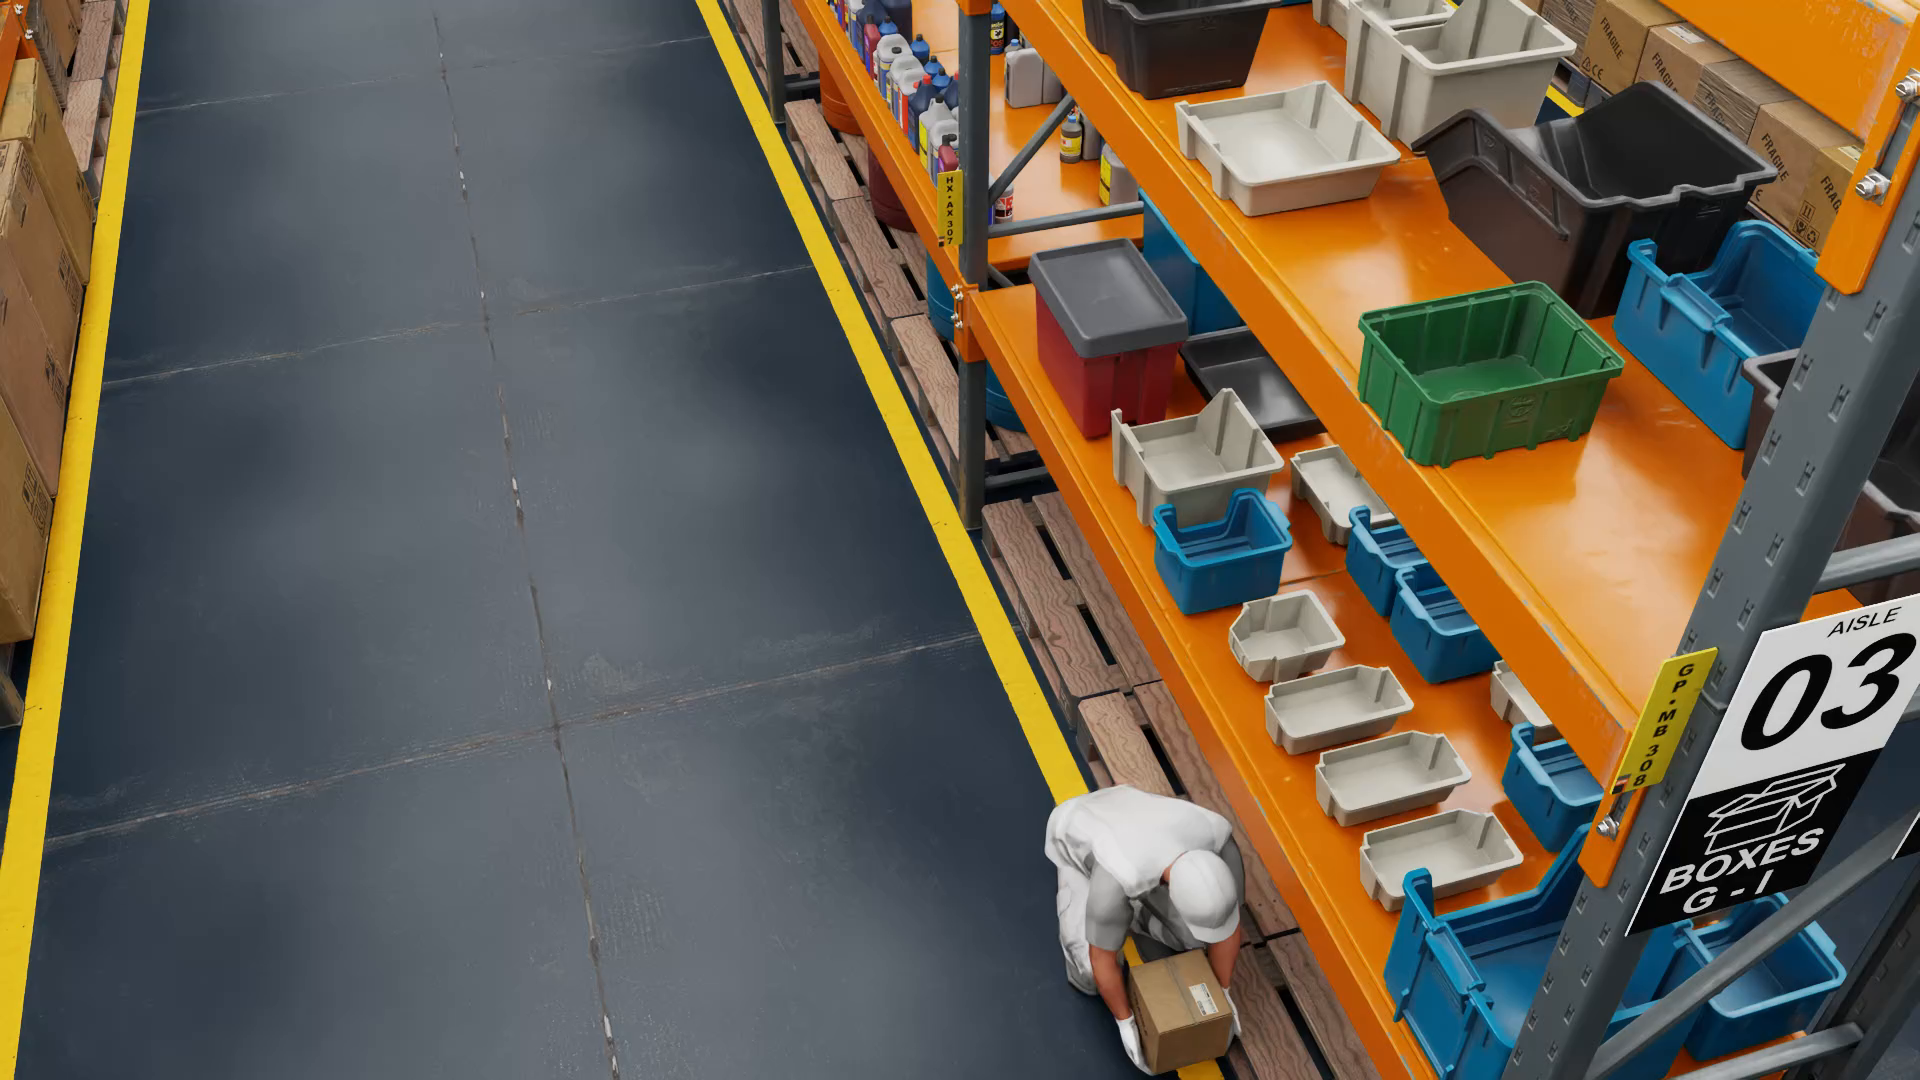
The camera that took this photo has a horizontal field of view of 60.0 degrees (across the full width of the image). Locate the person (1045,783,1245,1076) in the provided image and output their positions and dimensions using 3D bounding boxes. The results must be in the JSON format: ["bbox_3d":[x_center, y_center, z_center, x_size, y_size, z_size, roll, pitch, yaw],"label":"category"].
[{"bbox_3d":[0.611,1.165,5.445,0.574,0.992,0.879,-12,43,-13],"label":"person"}]
